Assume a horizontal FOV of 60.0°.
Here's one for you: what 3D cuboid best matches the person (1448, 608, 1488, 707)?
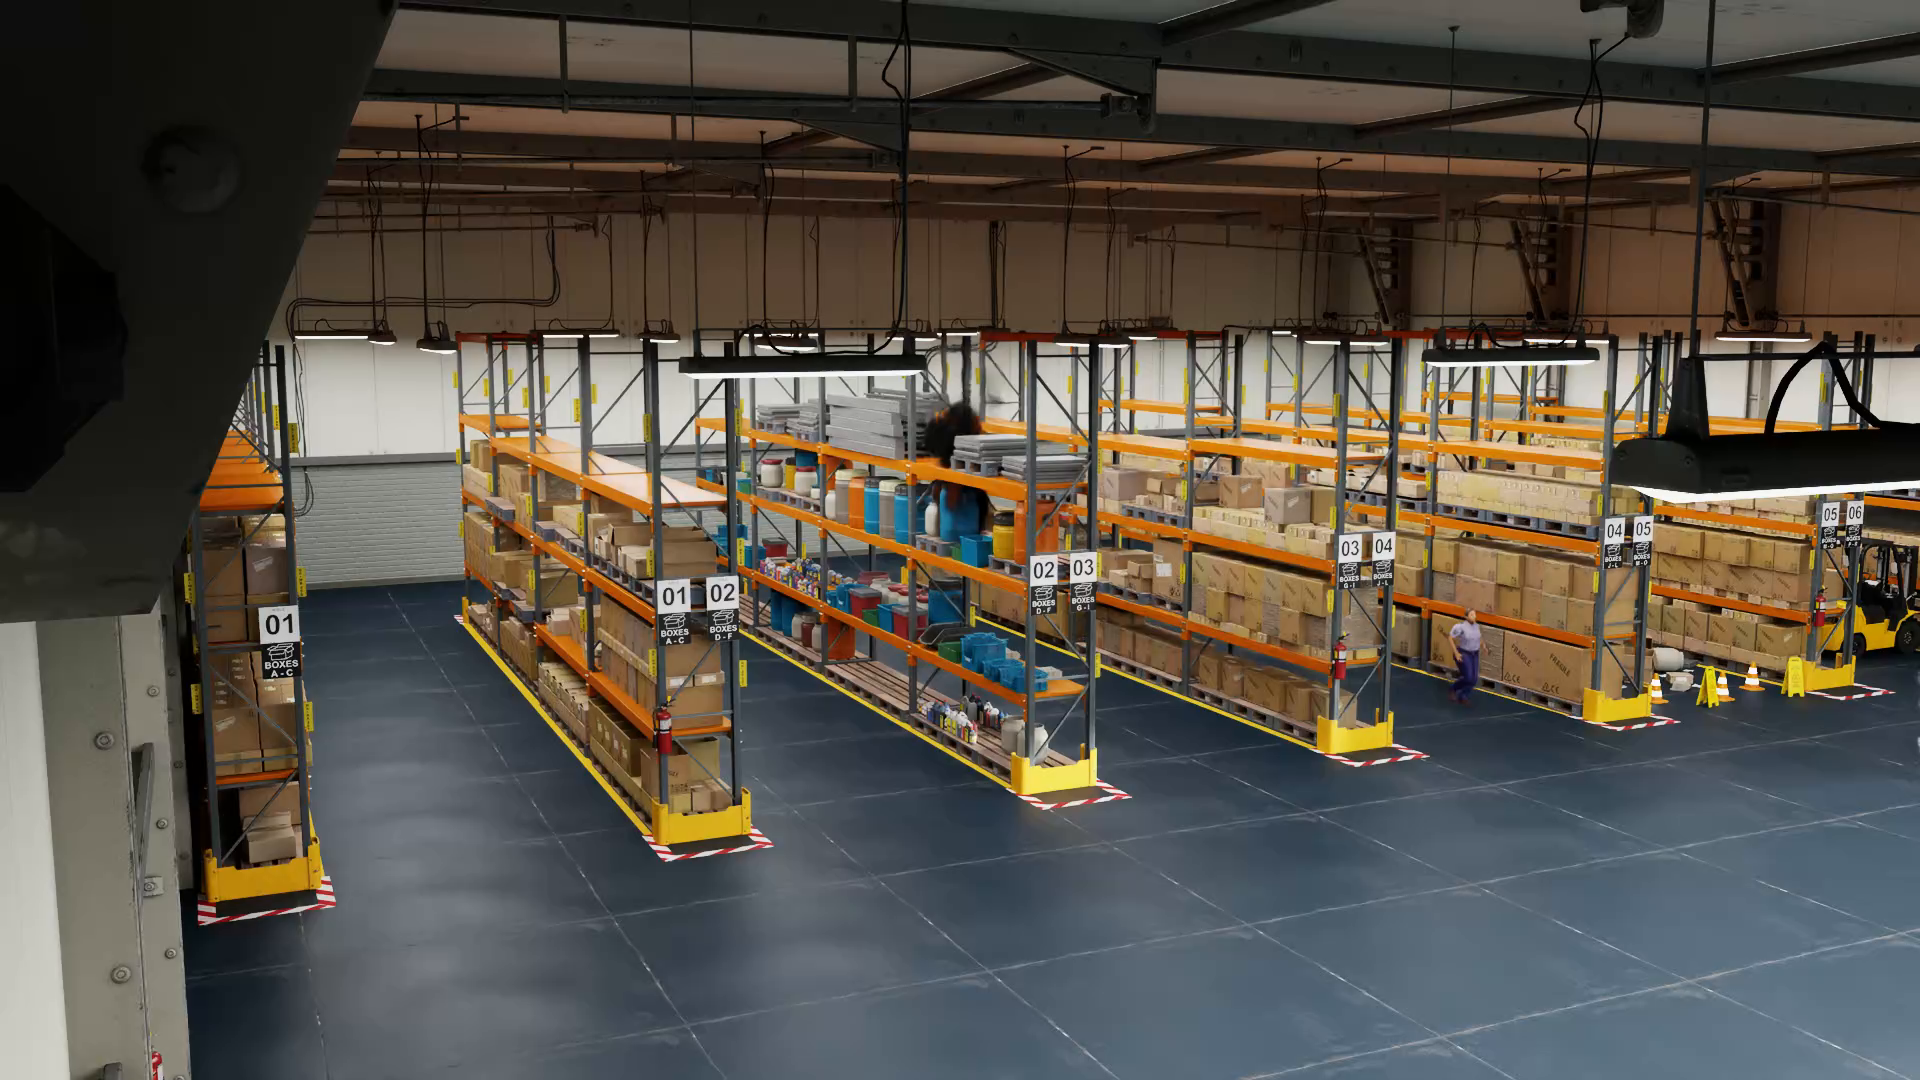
[{"bbox_3d":[8.268,1.904,27.033,0.618,1.616,0.545,-4,9,-29],"label":"person"}]

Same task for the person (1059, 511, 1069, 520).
[{"bbox_3d":[2.335,-0.023,41.145,0.795,1.727,0.897,6,10,38],"label":"person"}]
